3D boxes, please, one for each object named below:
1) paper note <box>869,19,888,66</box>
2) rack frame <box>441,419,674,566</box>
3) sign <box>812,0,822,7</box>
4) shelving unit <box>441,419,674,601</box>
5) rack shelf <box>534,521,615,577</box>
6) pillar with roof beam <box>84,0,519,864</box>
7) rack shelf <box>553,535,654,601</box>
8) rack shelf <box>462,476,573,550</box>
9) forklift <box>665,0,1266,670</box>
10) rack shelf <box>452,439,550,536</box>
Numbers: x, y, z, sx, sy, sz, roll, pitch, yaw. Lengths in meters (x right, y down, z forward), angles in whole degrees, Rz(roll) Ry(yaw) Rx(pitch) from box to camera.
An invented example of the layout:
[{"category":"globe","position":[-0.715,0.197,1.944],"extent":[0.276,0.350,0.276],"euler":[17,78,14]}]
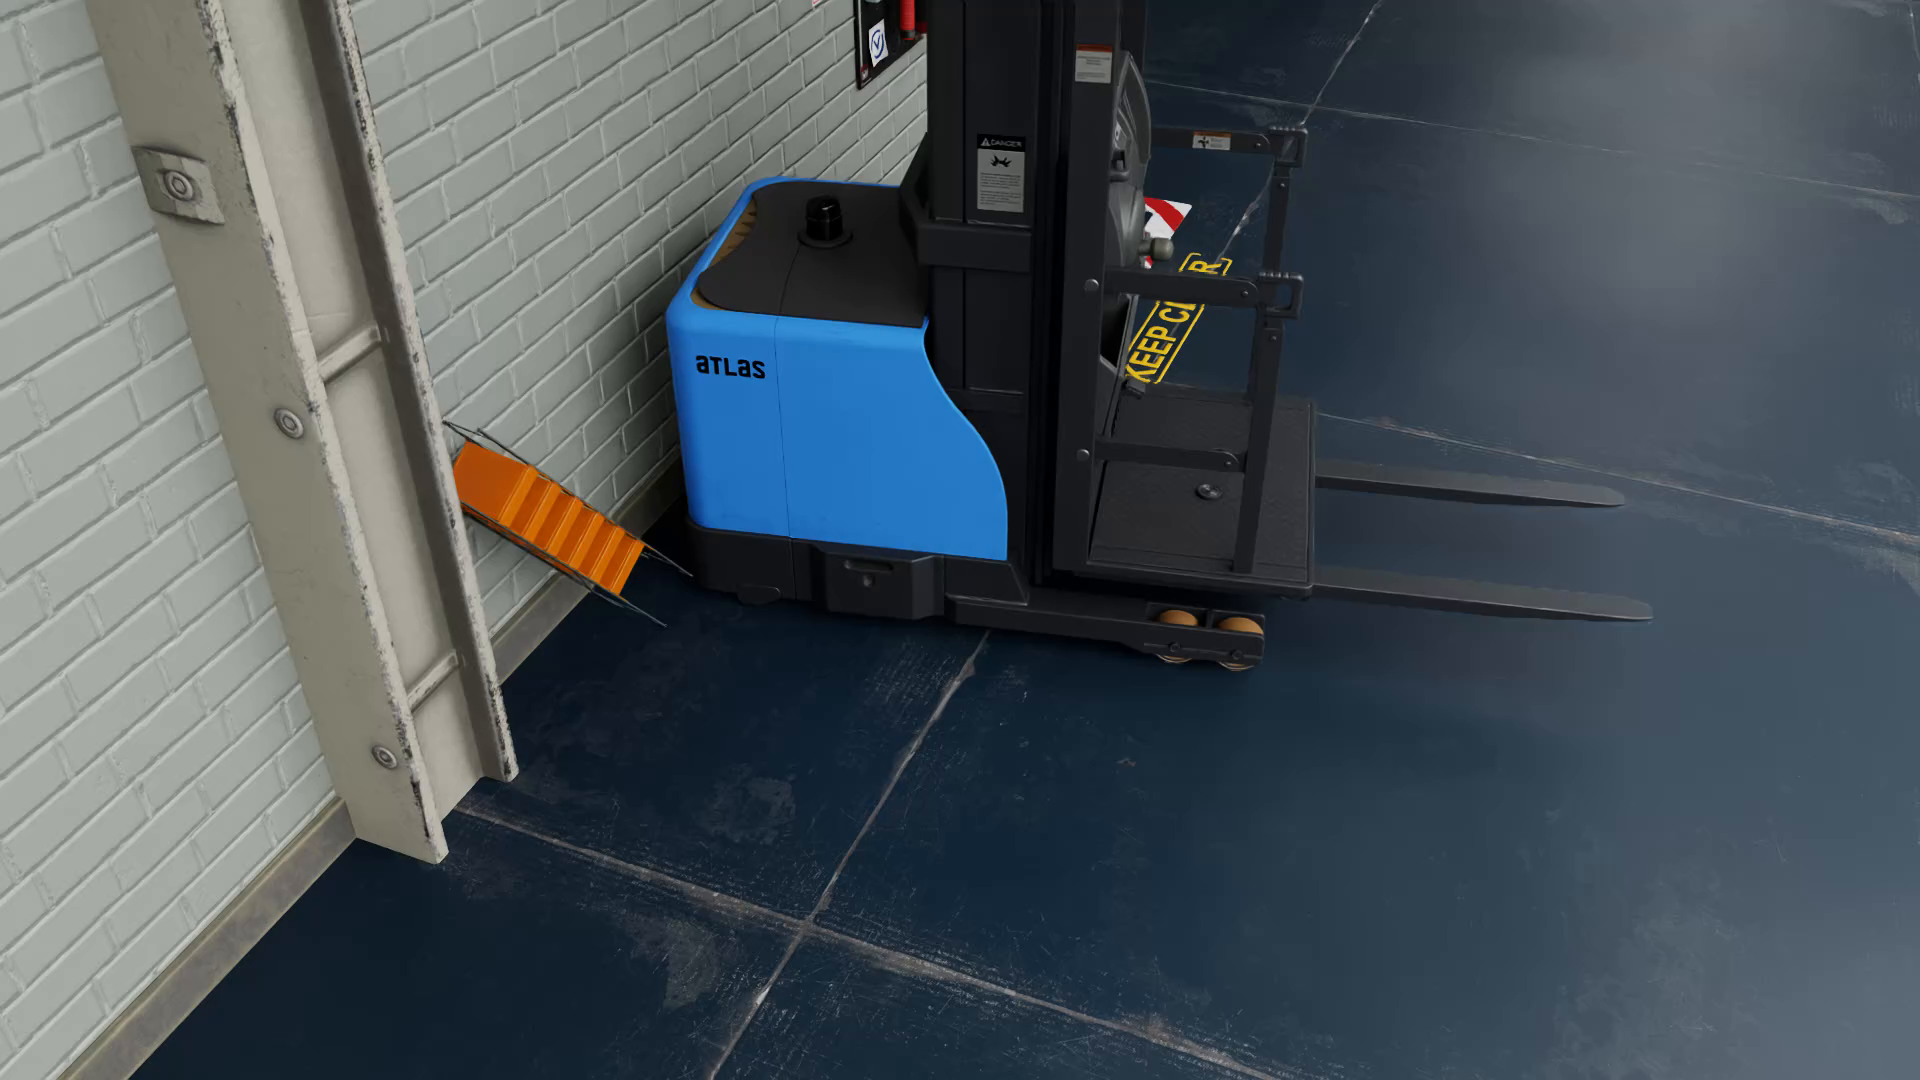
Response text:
[{"category":"paper note","position":[-0.324,-1.983,6.633],"extent":[0.016,0.148,0.142],"euler":[14,39,18]},{"category":"rack frame","position":[-1.161,-0.122,4.923],"extent":[0.228,1.046,0.002],"euler":[21,78,25]},{"category":"sign","position":[7.911,-5.353,10.324],"extent":[11.513,0.391,16.451],"euler":[14,39,18]},{"category":"shelving unit","position":[-1.200,-0.043,4.907],"extent":[0.258,1.046,0.183],"euler":[21,78,25]},{"category":"rack shelf","position":[-1.157,0.005,5.028],"extent":[0.221,0.034,0.171],"euler":[21,78,25]},{"category":"pillar with roof beam","position":[2.481,-1.878,0.746],"extent":[9.100,9.000,0.400],"euler":[14,39,18]},{"category":"rack shelf","position":[-1.110,0.054,5.158],"extent":[0.258,0.103,0.180],"euler":[21,78,25]},{"category":"rack shelf","position":[-1.263,-0.108,4.733],"extent":[0.258,0.103,0.180],"euler":[21,78,25]},{"category":"forklift","position":[0.679,-1.113,4.791],"extent":[3.031,2.935,1.130],"euler":[6,37,8]},{"category":"rack shelf","position":[-1.301,-0.148,4.627],"extent":[0.258,0.103,0.180],"euler":[21,78,25]}]
